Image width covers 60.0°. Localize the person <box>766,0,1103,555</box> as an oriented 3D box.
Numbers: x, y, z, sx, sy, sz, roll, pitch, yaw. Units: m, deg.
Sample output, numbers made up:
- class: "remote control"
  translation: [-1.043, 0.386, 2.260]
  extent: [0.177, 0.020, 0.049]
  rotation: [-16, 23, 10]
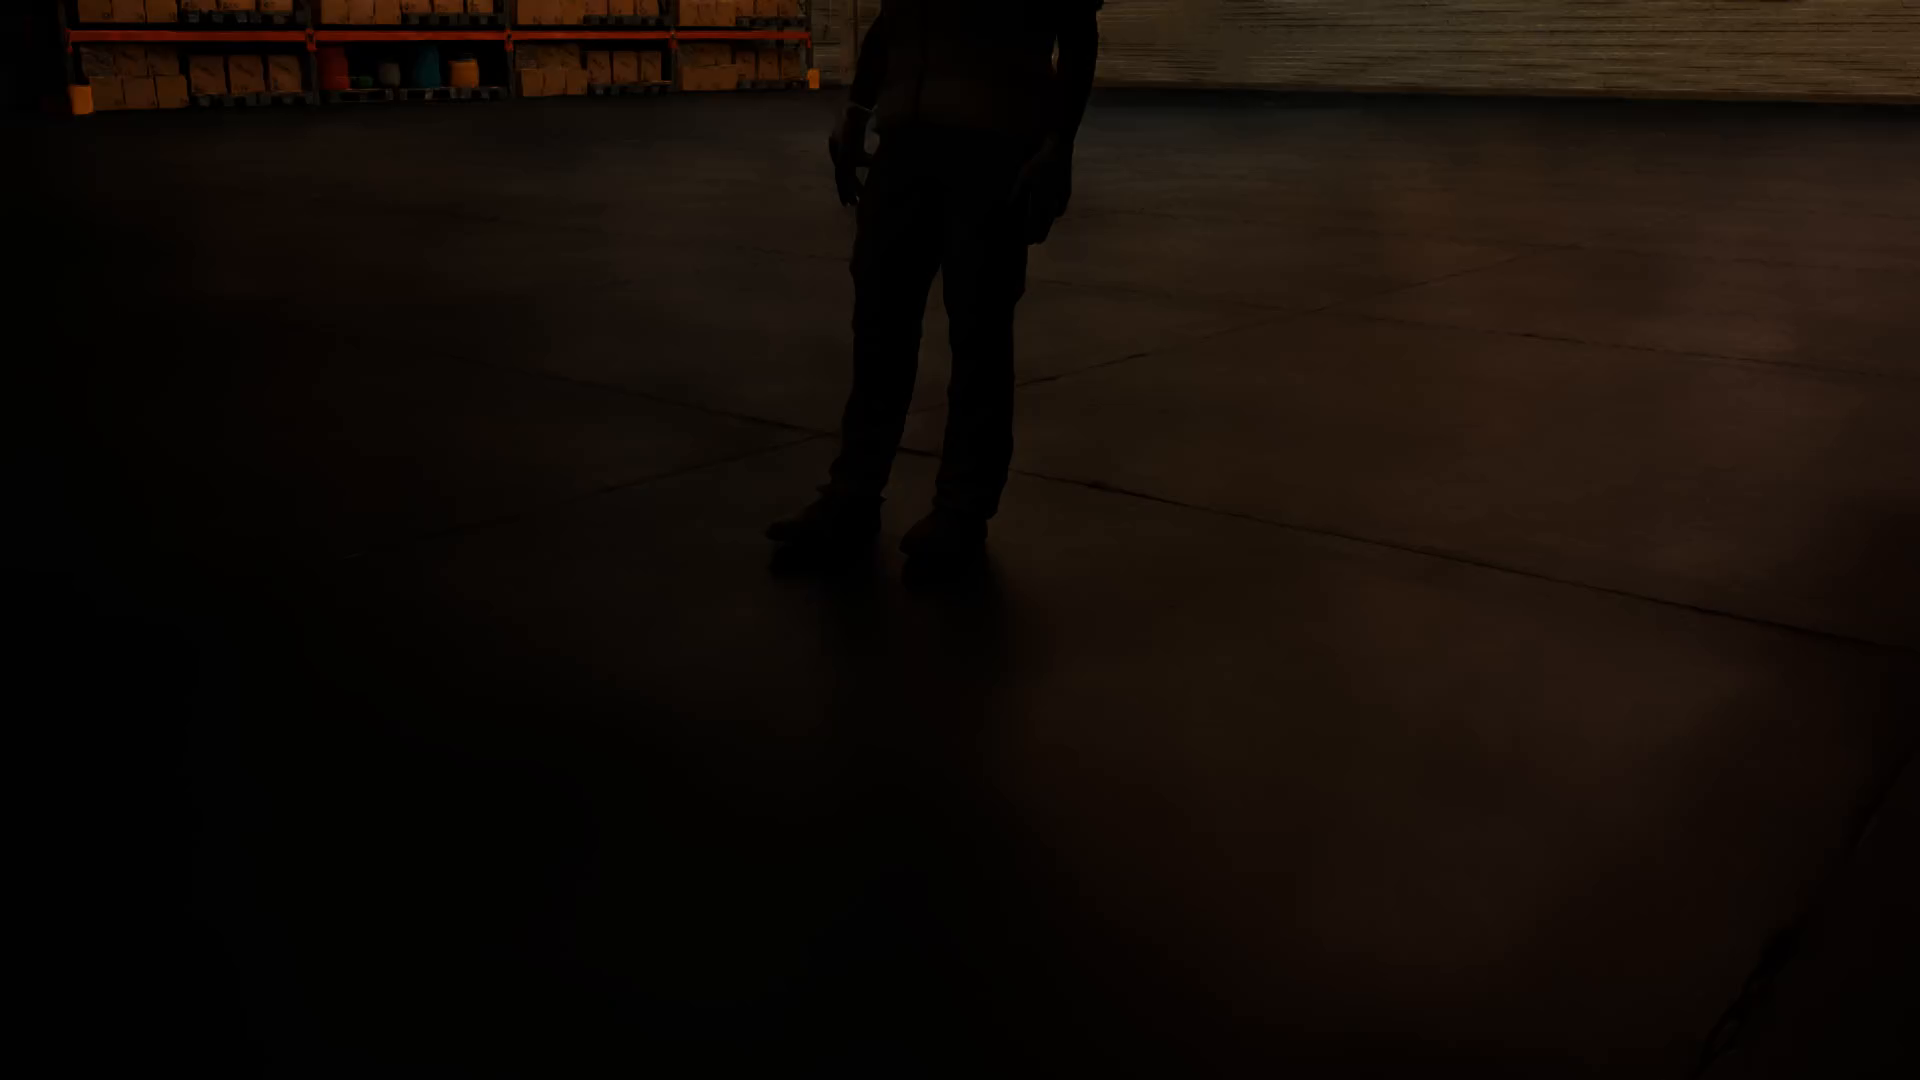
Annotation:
- class: "person"
  translation: [-0.052, -0.845, 3.633]
  extent: [0.655, 1.782, 0.576]
  rotation: [13, 21, 37]
